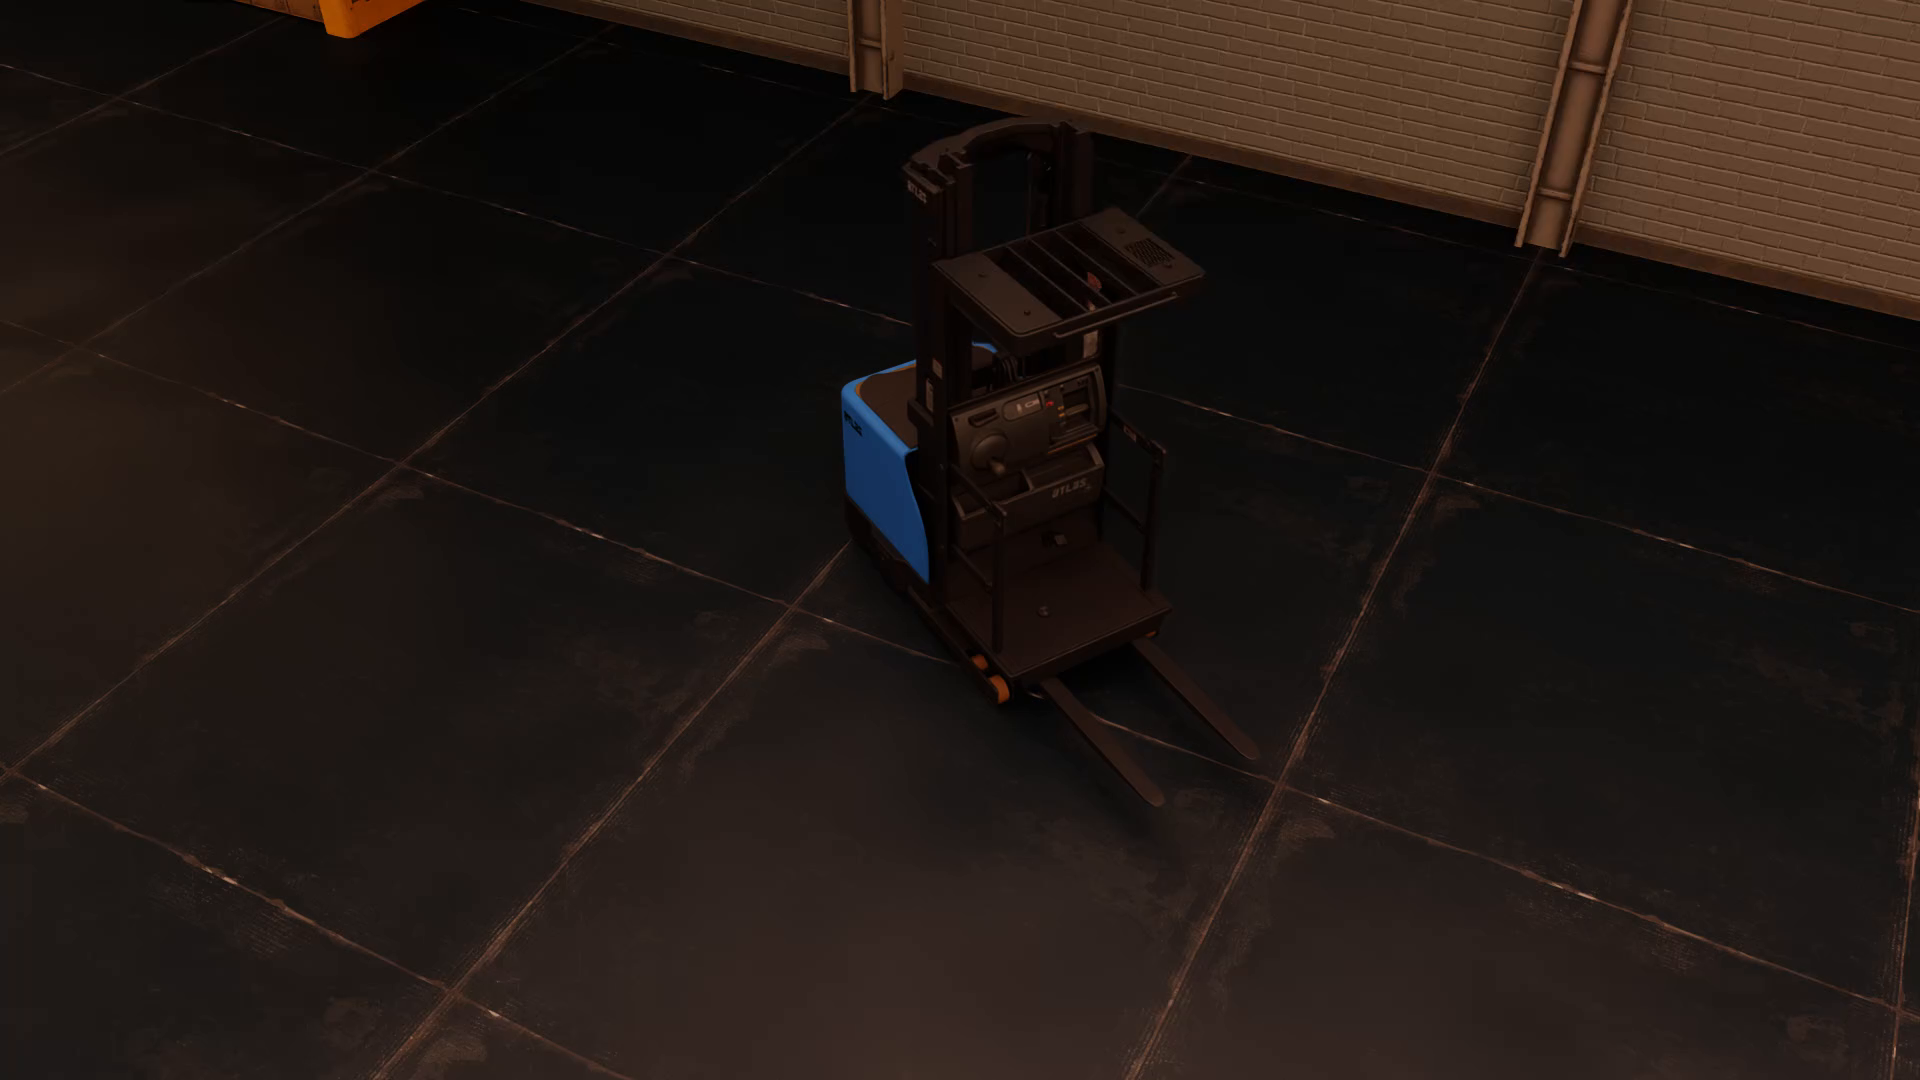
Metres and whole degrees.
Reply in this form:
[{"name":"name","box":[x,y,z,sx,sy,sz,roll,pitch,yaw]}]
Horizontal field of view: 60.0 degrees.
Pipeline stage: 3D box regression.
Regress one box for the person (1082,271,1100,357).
[{"name":"person","box":[0.670,-0.972,10.234,0.647,1.554,0.342,-27,47,-28]}]

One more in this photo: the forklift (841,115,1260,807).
[{"name":"forklift","box":[0.484,-0.557,8.648,1.130,2.935,3.031,-21,45,-23]}]
